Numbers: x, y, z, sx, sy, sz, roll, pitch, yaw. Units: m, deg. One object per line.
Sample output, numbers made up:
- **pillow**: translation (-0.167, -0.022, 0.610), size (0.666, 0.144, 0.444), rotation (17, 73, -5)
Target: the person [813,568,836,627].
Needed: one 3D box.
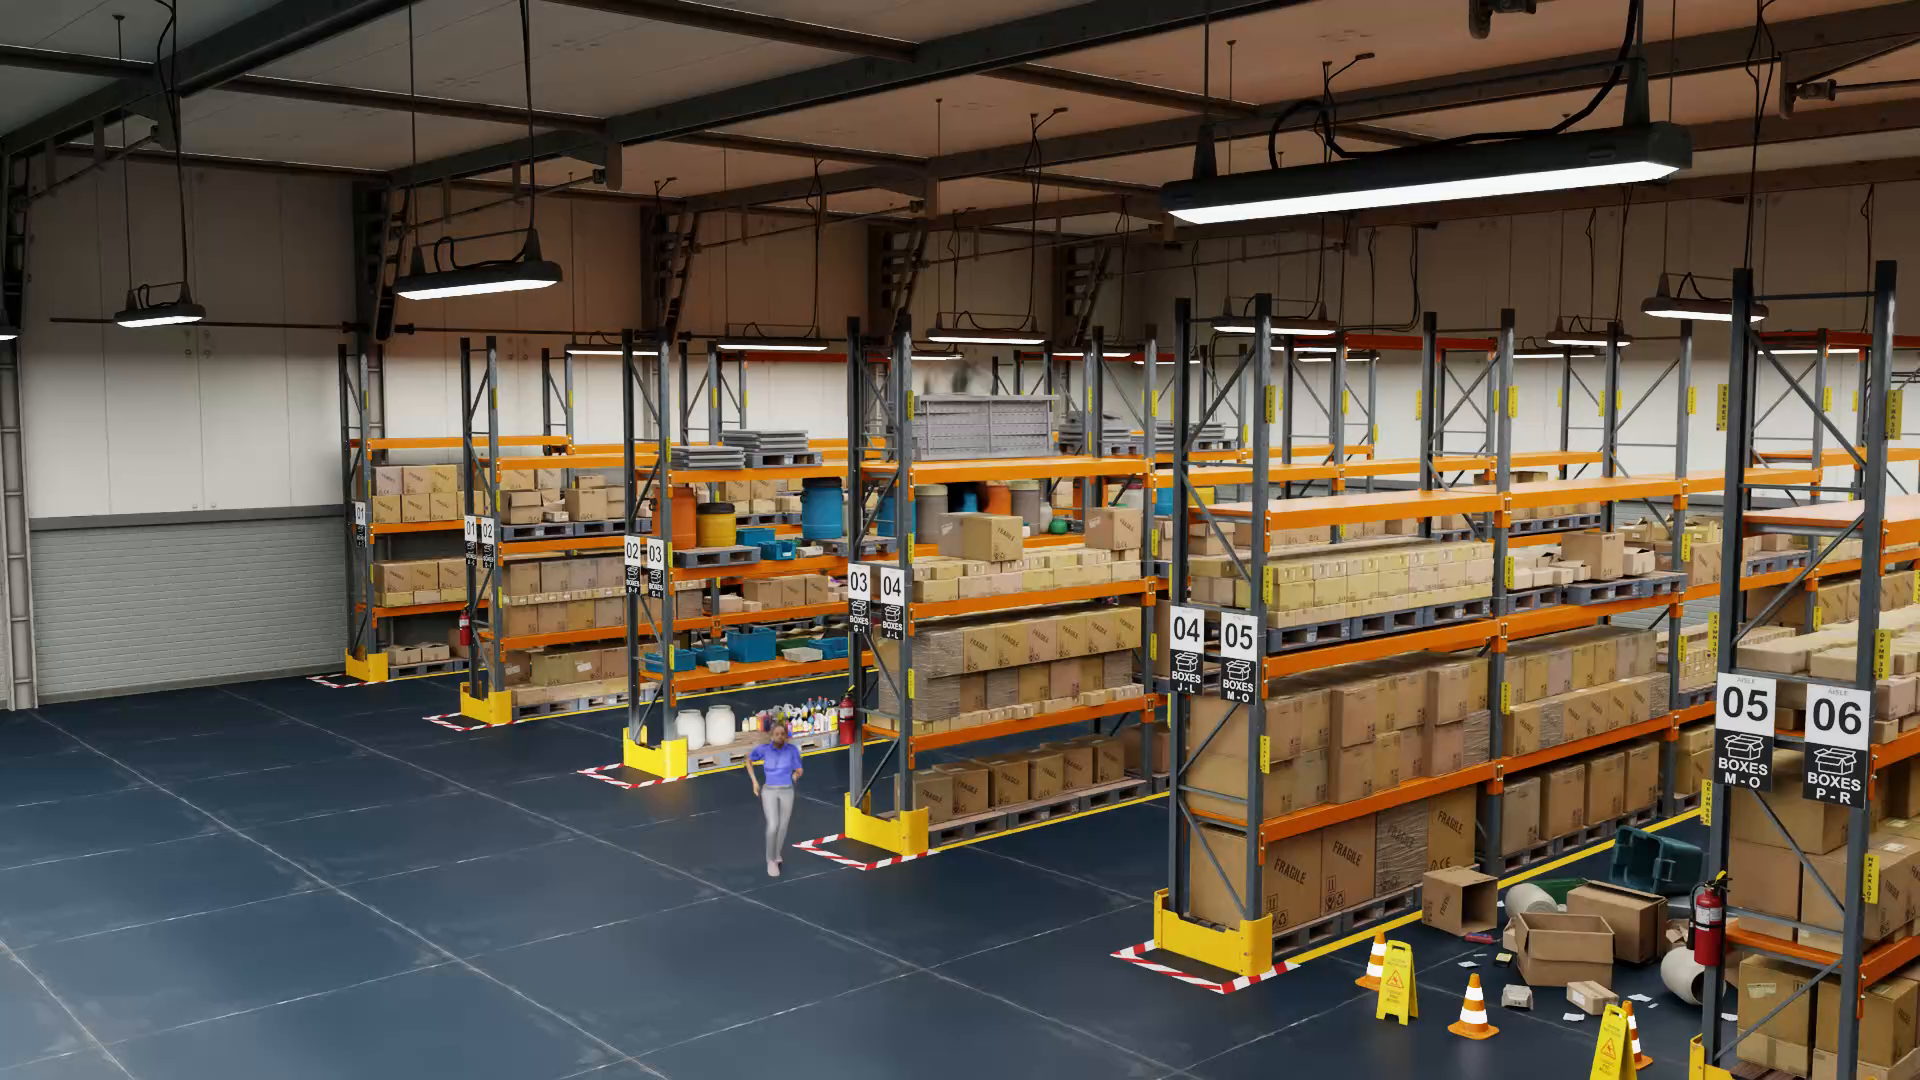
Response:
- **person**: translation (-2.685, 1.322, 33.368), size (0.630, 1.734, 0.691), rotation (-5, 7, -43)

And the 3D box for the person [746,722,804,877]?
- **person**: translation (-1.966, 2.772, 17.832), size (0.593, 1.668, 0.778), rotation (-2, 5, -17)
